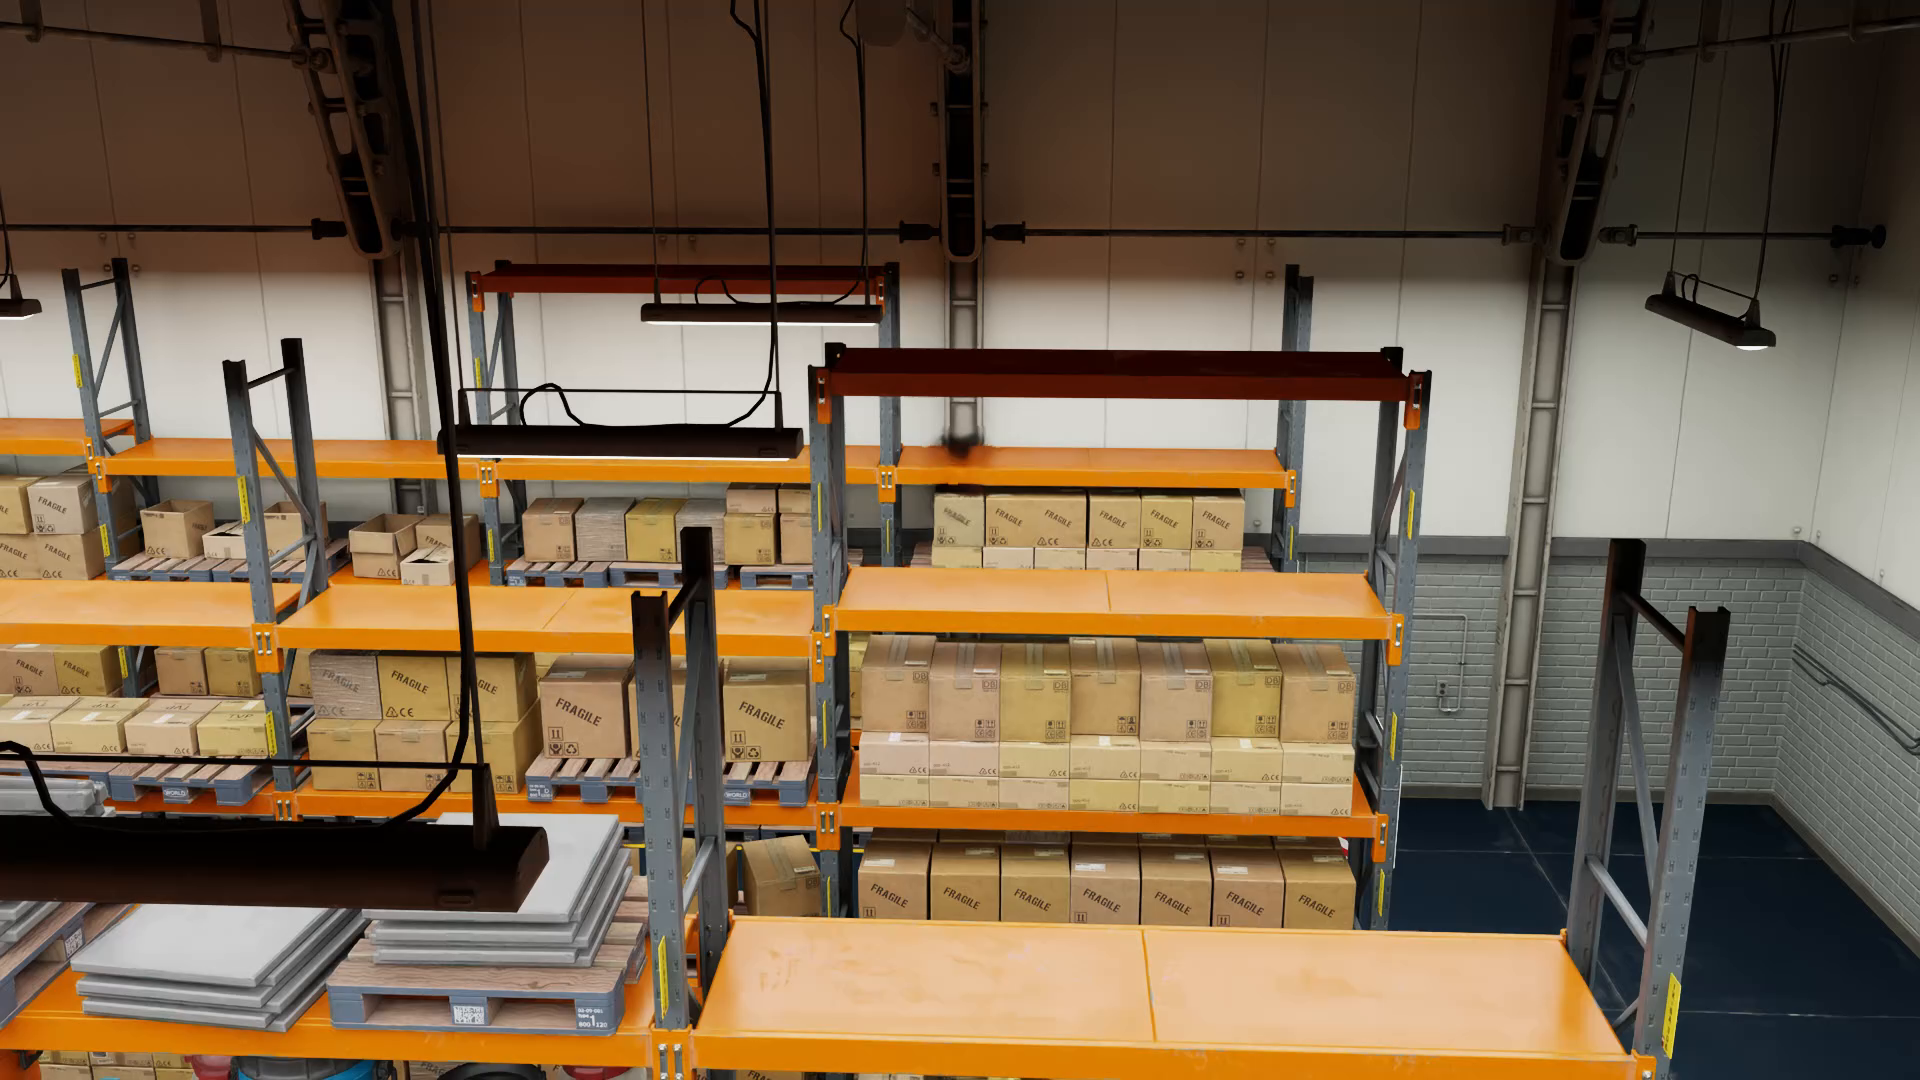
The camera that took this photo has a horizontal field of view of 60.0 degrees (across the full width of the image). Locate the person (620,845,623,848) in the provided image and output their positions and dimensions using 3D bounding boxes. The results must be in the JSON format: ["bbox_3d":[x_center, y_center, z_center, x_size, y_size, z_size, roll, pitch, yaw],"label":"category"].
[{"bbox_3d":[-3.164,3.142,14.569,0.617,1.786,0.410,-4,17,-12],"label":"person"}]

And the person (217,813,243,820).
[{"bbox_3d":[-6.426,3.124,14.838,0.525,1.667,0.421,-1,16,-3],"label":"person"}]
